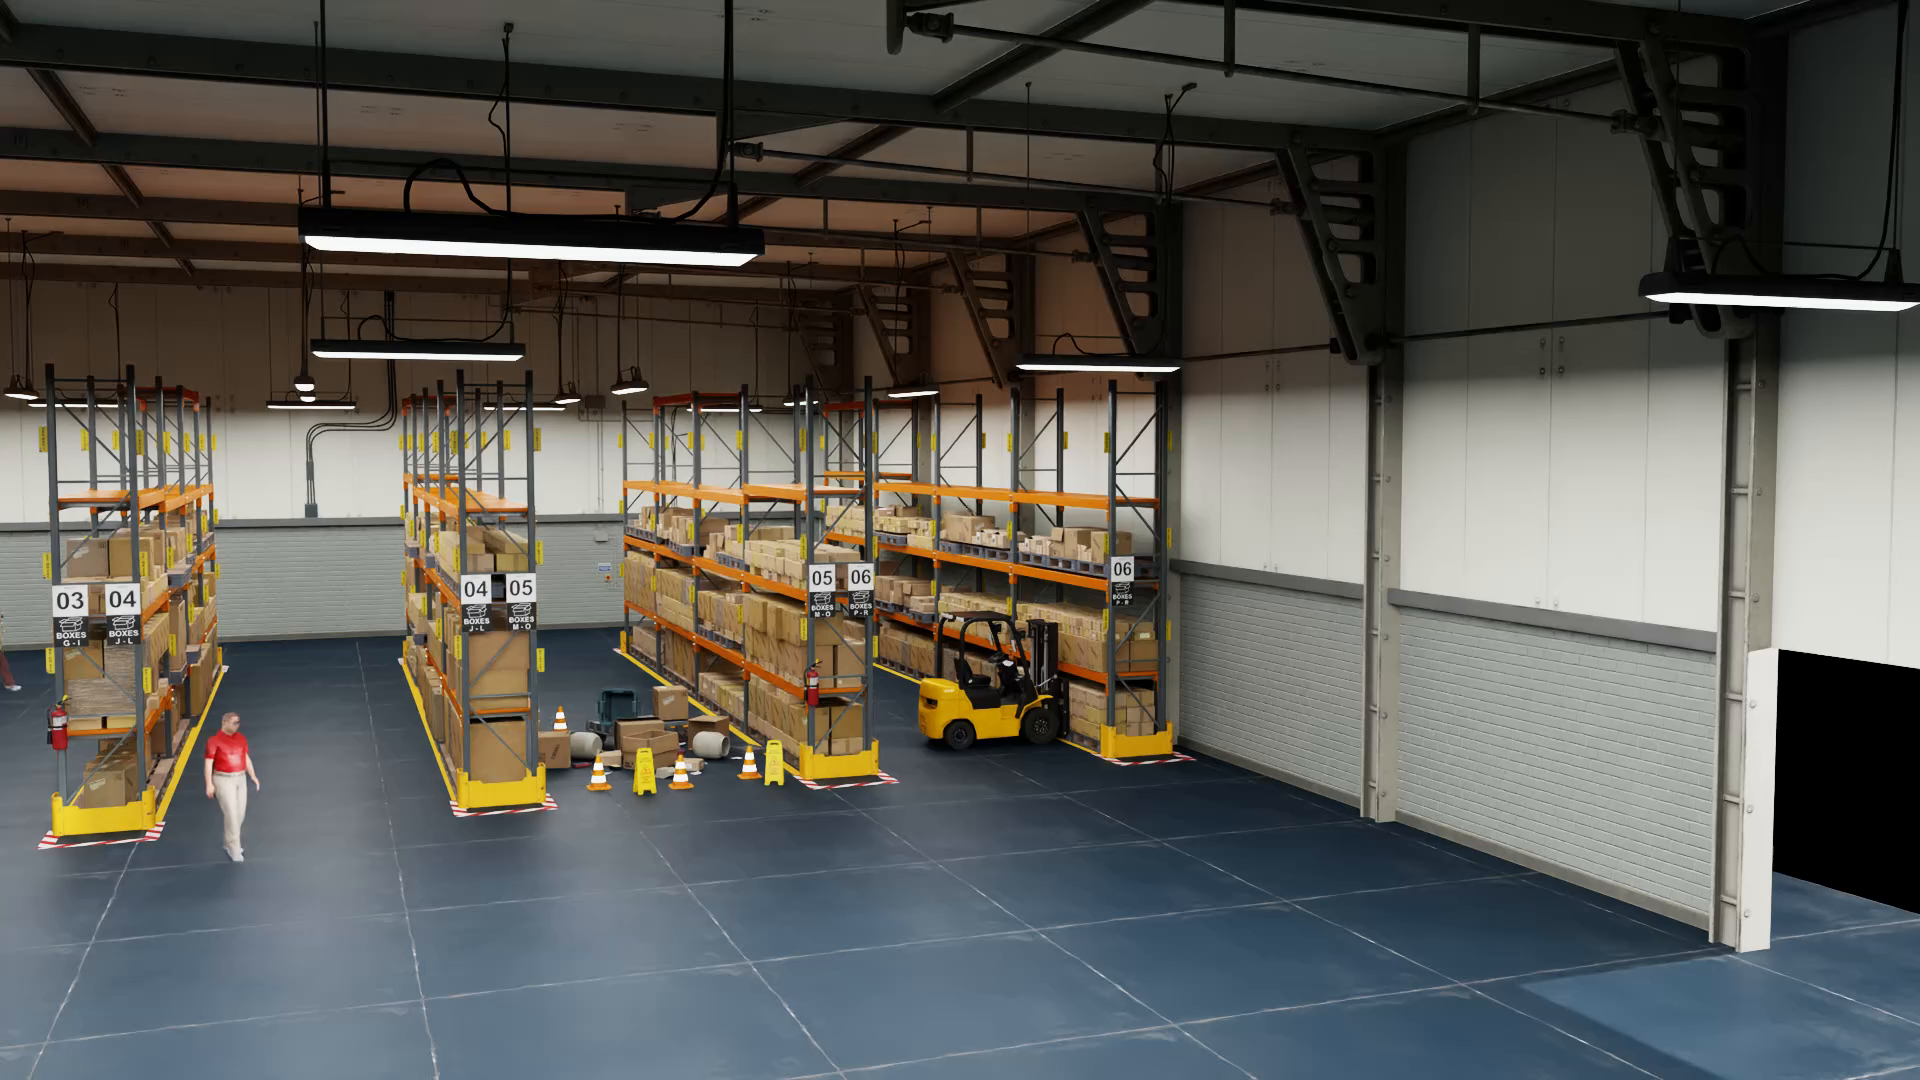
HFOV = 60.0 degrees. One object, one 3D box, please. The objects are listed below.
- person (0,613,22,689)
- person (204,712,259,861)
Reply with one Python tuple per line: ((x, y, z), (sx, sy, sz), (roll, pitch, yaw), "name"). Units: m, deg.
((-19.446, 2.221, 33.483), (0.440, 1.647, 0.850), (2, 4, 29), "person")
((-8.782, 2.989, 20.158), (0.605, 1.788, 0.562), (1, 4, 24), "person")
